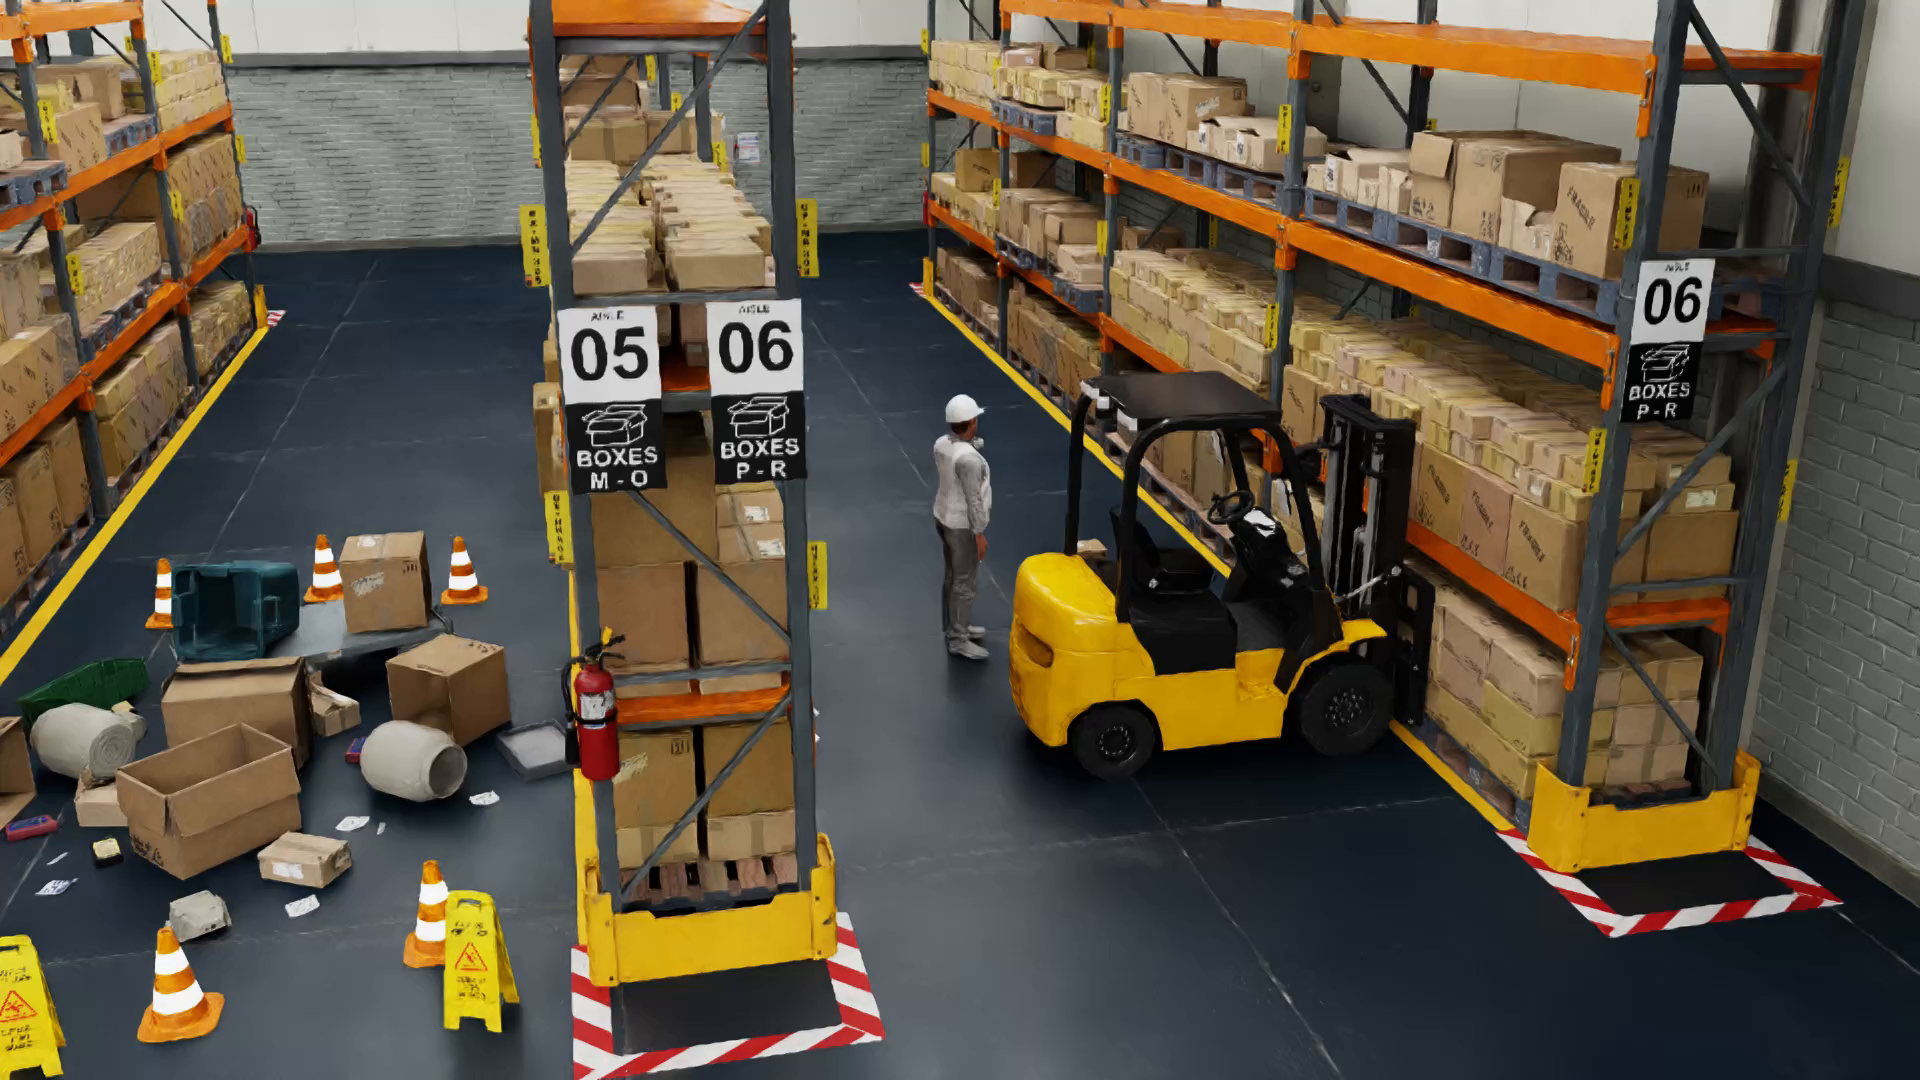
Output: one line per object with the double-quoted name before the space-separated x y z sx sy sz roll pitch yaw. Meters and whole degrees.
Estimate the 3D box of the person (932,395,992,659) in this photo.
"person" 0.035 -0.116 11.282 0.385 1.784 0.591 -7 21 -19
